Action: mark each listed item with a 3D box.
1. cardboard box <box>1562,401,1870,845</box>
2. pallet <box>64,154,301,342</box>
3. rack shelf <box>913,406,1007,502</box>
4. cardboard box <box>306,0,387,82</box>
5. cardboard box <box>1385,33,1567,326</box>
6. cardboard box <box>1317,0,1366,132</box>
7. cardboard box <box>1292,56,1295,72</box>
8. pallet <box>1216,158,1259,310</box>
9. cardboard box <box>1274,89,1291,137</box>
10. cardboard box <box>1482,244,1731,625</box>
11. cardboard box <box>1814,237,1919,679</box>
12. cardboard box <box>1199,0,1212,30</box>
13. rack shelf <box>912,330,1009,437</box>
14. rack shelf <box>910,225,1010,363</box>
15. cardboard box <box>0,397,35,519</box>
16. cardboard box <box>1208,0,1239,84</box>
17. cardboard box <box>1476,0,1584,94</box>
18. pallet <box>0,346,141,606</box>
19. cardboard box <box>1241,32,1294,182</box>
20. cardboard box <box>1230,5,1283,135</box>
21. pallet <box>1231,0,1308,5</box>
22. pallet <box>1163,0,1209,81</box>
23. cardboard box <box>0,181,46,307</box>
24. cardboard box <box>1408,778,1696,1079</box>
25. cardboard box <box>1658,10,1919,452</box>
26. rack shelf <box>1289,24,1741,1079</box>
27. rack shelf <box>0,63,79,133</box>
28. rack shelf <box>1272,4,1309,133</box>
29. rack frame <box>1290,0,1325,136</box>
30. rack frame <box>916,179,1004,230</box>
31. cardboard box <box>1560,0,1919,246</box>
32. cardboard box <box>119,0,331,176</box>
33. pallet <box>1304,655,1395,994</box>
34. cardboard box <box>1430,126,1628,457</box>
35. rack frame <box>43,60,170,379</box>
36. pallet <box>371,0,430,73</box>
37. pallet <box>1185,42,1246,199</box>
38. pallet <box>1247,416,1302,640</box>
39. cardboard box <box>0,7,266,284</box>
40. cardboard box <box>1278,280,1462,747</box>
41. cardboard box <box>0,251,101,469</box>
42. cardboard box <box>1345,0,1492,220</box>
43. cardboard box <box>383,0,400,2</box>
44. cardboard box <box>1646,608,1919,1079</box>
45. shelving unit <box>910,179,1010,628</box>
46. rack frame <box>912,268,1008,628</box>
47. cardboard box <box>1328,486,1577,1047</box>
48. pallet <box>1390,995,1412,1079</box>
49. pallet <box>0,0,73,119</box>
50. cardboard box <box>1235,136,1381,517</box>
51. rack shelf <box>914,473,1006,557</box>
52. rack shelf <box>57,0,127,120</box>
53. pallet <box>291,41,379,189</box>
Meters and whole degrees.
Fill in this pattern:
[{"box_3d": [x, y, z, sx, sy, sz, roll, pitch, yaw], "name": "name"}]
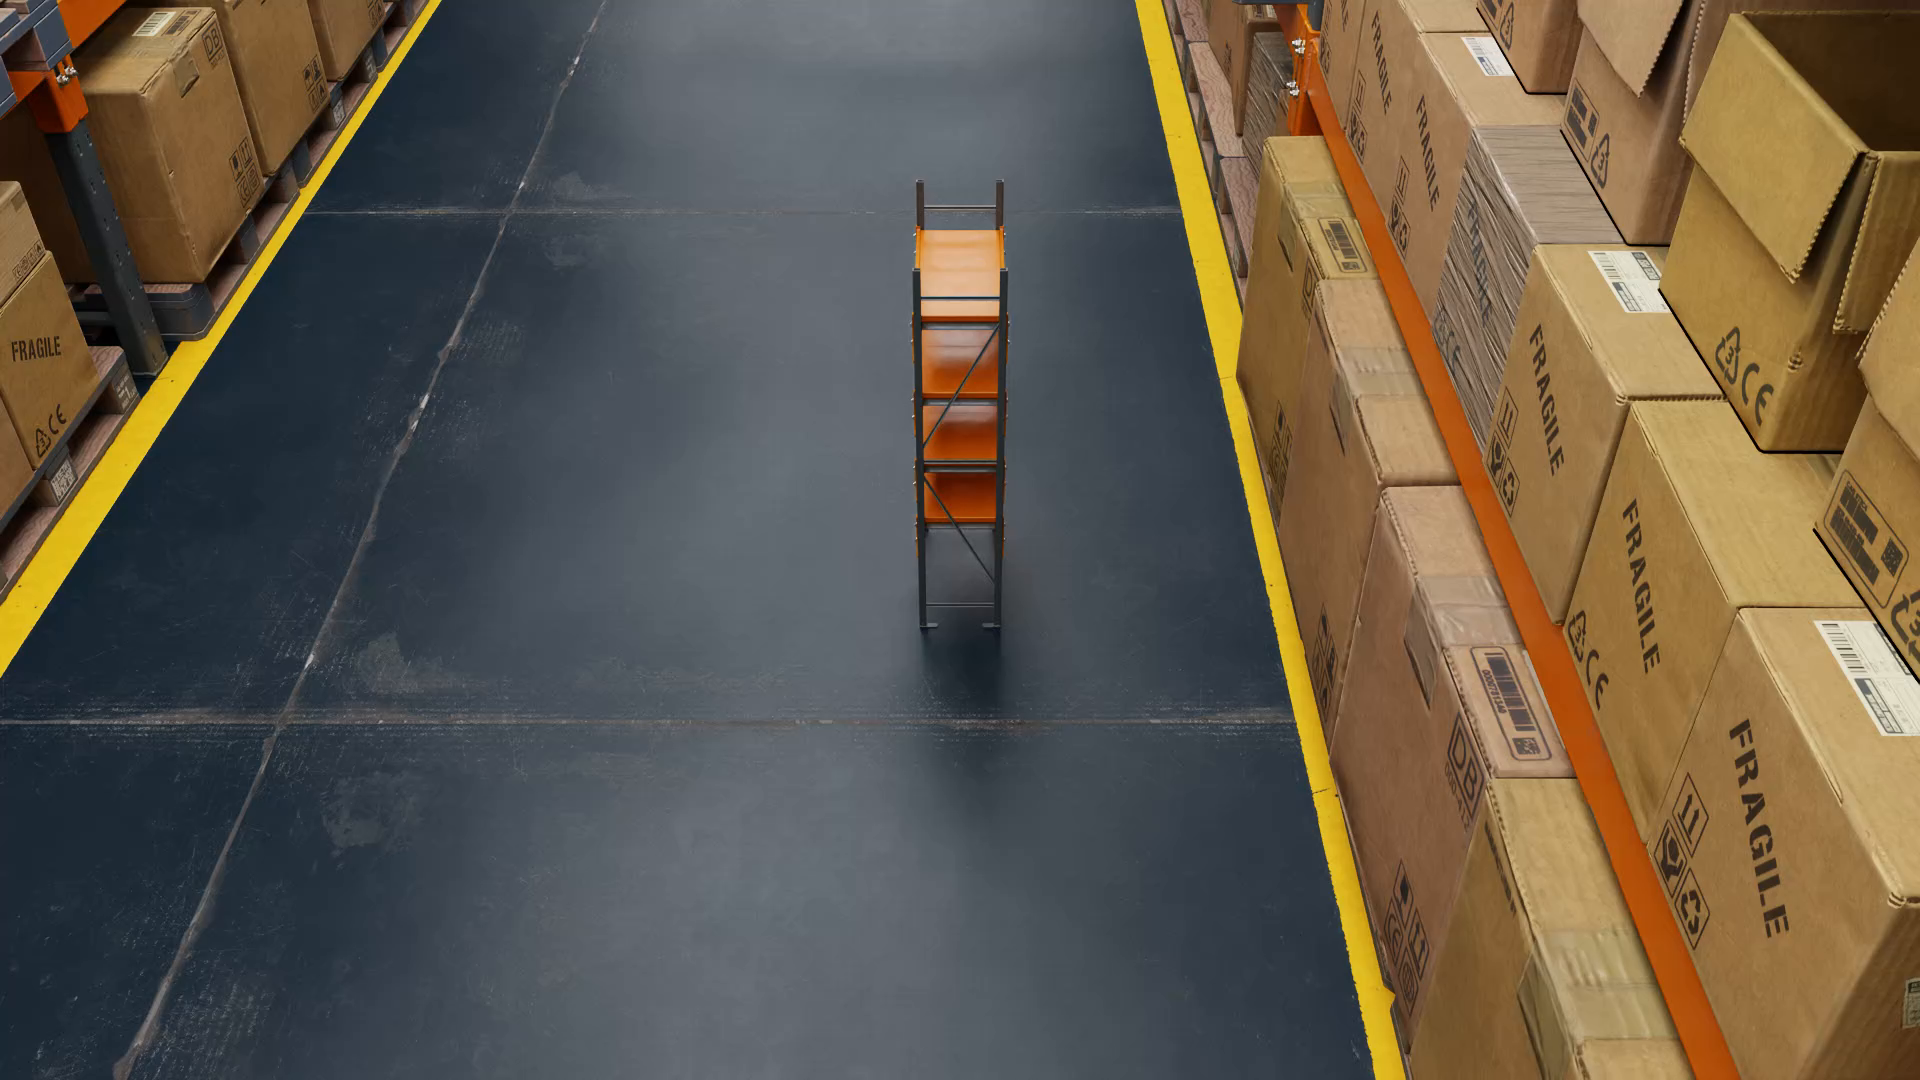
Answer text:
[{"box_3d": [1.313, 0.130, 2.609, 0.500, 0.500, 0.500, 1, 39, 1], "name": "cardboard box"}, {"box_3d": [-3.310, -1.195, 6.572, 1.003, 0.211, 1.213, 0, 39, 0], "name": "pallet"}, {"box_3d": [0.000, -0.312, 4.788, 0.258, 0.148, 0.480, 0, 39, 0], "name": "rack shelf"}, {"box_3d": [-3.301, -2.586, 7.541, 1.050, 0.750, 0.750, 0, 39, 0], "name": "cardboard box"}, {"box_3d": [1.311, -0.822, 3.797, 0.500, 0.500, 0.500, -1, 39, -1], "name": "cardboard box"}, {"box_3d": [1.304, -1.465, 4.600, 0.500, 0.500, 0.500, 1, 39, 1], "name": "cardboard box"}, {"box_3d": [1.534, -1.970, 6.357, 0.500, 0.250, 0.500, 4, 39, 5], "name": "cardboard box"}, {"box_3d": [1.576, -1.131, 6.492, 1.003, 0.211, 1.213, 0, 39, 0], "name": "pallet"}, {"box_3d": [1.555, -1.345, 6.177, 0.700, 0.500, 0.500, -2, 39, -2], "name": "cardboard box"}, {"box_3d": [1.306, -0.196, 3.016, 0.500, 0.500, 0.500, 0, 39, -1], "name": "cardboard box"}, {"box_3d": [1.571, -0.059, 2.042, 0.797, 0.503, 0.637, -1, 39, -1], "name": "cardboard box"}, {"box_3d": [1.532, -2.746, 7.924, 0.700, 0.500, 0.500, 0, 39, 0], "name": "cardboard box"}, {"box_3d": [0.000, -0.487, 4.648, 0.258, 0.148, 0.480, 0, 39, 0], "name": "rack shelf"}, {"box_3d": [0.000, -0.671, 4.500, 0.258, 0.148, 0.480, 0, 39, 0], "name": "rack shelf"}, {"box_3d": [-3.125, -0.242, 4.817, 0.500, 0.500, 0.500, 1, 39, 2], "name": "cardboard box"}, {"box_3d": [1.533, -2.396, 7.488, 0.700, 0.500, 0.500, -3, 39, -4], "name": "cardboard box"}, {"box_3d": [1.558, -1.296, 3.586, 0.797, 0.503, 0.637, 1, 39, 1], "name": "cardboard box"}, {"box_3d": [-3.385, -0.213, 5.347, 1.003, 0.211, 1.213, 0, 39, 0], "name": "pallet"}, {"box_3d": [1.542, -1.692, 6.610, 0.700, 0.500, 0.500, -3, 39, -4], "name": "cardboard box"}, {"box_3d": [1.534, -2.047, 7.053, 0.700, 0.500, 0.500, 3, 39, 4], "name": "cardboard box"}, {"box_3d": [1.468, -2.101, 5.626, 1.213, 0.211, 1.003, 0, 39, 0], "name": "pallet"}, {"box_3d": [1.574, -2.657, 8.396, 1.003, 0.211, 1.213, 0, 39, 0], "name": "pallet"}, {"box_3d": [-3.121, -0.843, 4.967, 0.500, 0.250, 0.500, -1, 39, -1], "name": "cardboard box"}, {"box_3d": [1.560, 1.036, 2.922, 1.225, 0.875, 0.875, 0, 39, 0], "name": "cardboard box"}, {"box_3d": [1.582, -0.488, 2.578, 0.797, 0.503, 0.637, 0, 39, 0], "name": "cardboard box"}, {"box_3d": [1.578, -0.199, 3.675, 1.077, 0.370, 4.000, 0, 39, 0], "name": "rack shelf"}, {"box_3d": [-3.382, -0.258, 3.749, 1.077, 0.370, 4.000, 0, 39, 0], "name": "rack shelf"}, {"box_3d": [1.573, -2.700, 6.796, 1.077, 0.370, 4.000, 0, 39, 0], "name": "rack shelf"}, {"box_3d": [1.576, -1.730, 5.010, 1.000, 3.000, 0.127, 0, 39, 0], "name": "rack frame"}, {"box_3d": [0.000, -0.517, 4.936, 0.240, 1.200, 0.015, 0, 39, 0], "name": "rack frame"}, {"box_3d": [1.566, -0.877, 3.063, 0.797, 0.503, 0.637, 1, 39, 1], "name": "cardboard box"}, {"box_3d": [-3.299, -2.003, 6.814, 1.050, 0.750, 0.750, 1, 39, 1], "name": "cardboard box"}, {"box_3d": [1.500, 0.612, 4.317, 1.003, 0.211, 1.213, 0, 39, 0], "name": "pallet"}, {"box_3d": [1.310, -0.510, 3.407, 0.500, 0.500, 0.500, 0, 39, 0], "name": "cardboard box"}, {"box_3d": [-3.384, -1.790, 5.085, 1.000, 3.000, 0.127, 0, 39, 0], "name": "rack frame"}, {"box_3d": [-3.313, -2.721, 8.476, 1.003, 0.211, 1.213, 0, 39, 0], "name": "pallet"}, {"box_3d": [1.578, -1.892, 7.442, 1.003, 0.211, 1.213, 0, 39, 0], "name": "pallet"}, {"box_3d": [1.501, -0.149, 5.267, 1.003, 0.211, 1.213, 0, 39, 0], "name": "pallet"}, {"box_3d": [-3.295, -1.457, 6.132, 1.050, 0.750, 0.750, -1, 39, -1], "name": "cardboard box"}, {"box_3d": [1.549, -0.076, 4.309, 1.225, 0.875, 0.875, 0, 39, 0], "name": "cardboard box"}, {"box_3d": [-3.122, -0.567, 5.222, 0.500, 0.500, 0.500, 0, 39, 0], "name": "cardboard box"}, {"box_3d": [1.307, -1.143, 4.197, 0.500, 0.500, 0.500, -1, 39, -1], "name": "cardboard box"}, {"box_3d": [-3.298, -3.189, 8.294, 1.050, 0.750, 0.750, 0, 39, 0], "name": "cardboard box"}, {"box_3d": [1.307, 0.440, 2.222, 0.500, 0.500, 0.500, 0, 39, 0], "name": "cardboard box"}, {"box_3d": [0.000, -0.365, 4.746, 0.258, 1.200, 0.503, 0, 39, 0], "name": "shelving unit"}, {"box_3d": [0.000, -0.212, 4.555, 0.240, 1.200, 0.015, 0, 39, 0], "name": "rack frame"}, {"box_3d": [1.558, 0.477, 3.619, 1.225, 0.875, 0.875, -1, 39, -2], "name": "cardboard box"}, {"box_3d": [1.504, 1.377, 3.363, 1.003, 0.211, 1.213, 0, 39, 0], "name": "pallet"}, {"box_3d": [-3.277, -1.269, 4.589, 1.213, 0.211, 1.003, 0, 39, 0], "name": "pallet"}, {"box_3d": [1.556, -0.633, 5.005, 1.225, 0.875, 0.875, -2, 39, -2], "name": "cardboard box"}, {"box_3d": [0.000, -0.157, 4.912, 0.258, 0.148, 0.480, 0, 39, 0], "name": "rack shelf"}, {"box_3d": [-3.387, -2.760, 6.870, 1.077, 0.370, 4.000, 0, 39, 0], "name": "rack shelf"}, {"box_3d": [-3.308, -1.956, 7.522, 1.003, 0.211, 1.213, 0, 39, 0], "name": "pallet"}]
